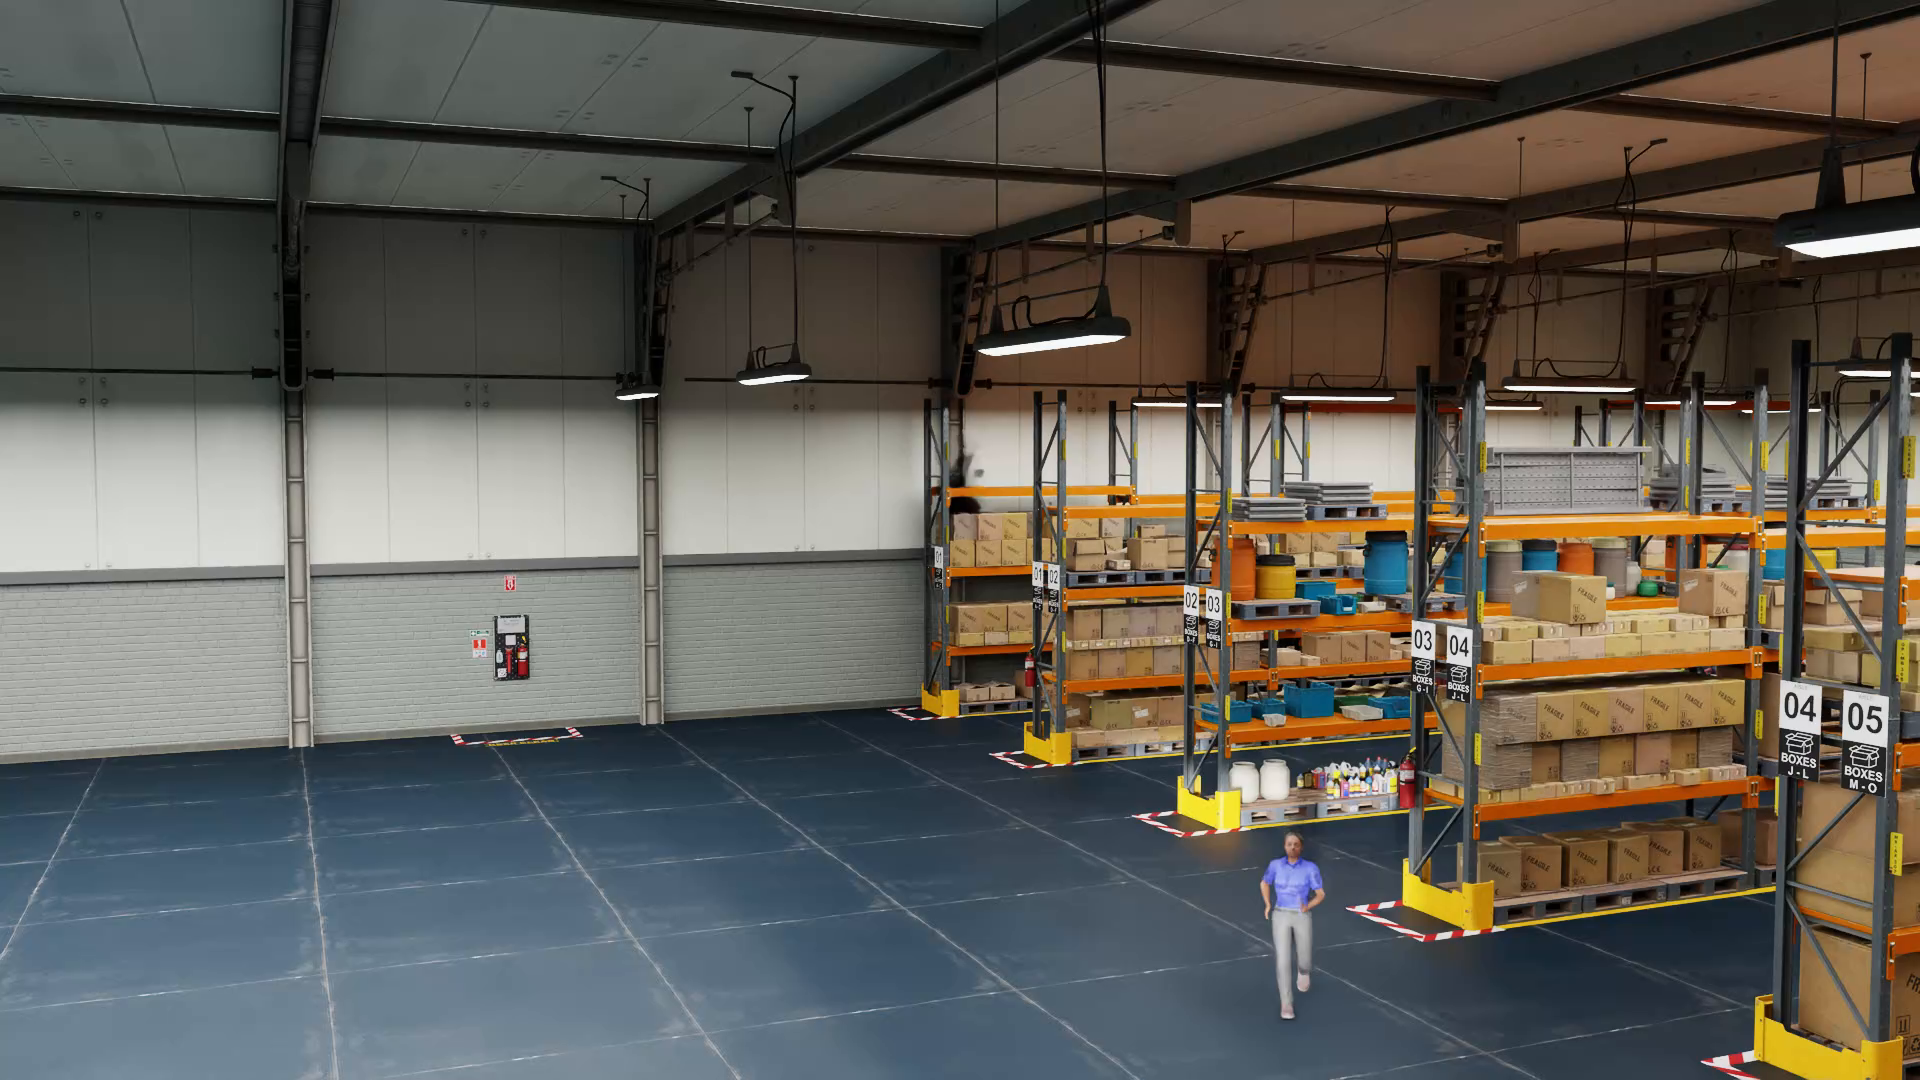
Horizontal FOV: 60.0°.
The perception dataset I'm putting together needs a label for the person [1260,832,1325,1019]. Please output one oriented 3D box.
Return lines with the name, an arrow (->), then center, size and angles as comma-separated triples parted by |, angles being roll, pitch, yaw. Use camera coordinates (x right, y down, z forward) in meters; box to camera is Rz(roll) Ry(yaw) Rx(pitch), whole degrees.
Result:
person -> 3.021, 3.460, 15.156 | 0.586, 1.616, 0.769 | 1, 3, 14
